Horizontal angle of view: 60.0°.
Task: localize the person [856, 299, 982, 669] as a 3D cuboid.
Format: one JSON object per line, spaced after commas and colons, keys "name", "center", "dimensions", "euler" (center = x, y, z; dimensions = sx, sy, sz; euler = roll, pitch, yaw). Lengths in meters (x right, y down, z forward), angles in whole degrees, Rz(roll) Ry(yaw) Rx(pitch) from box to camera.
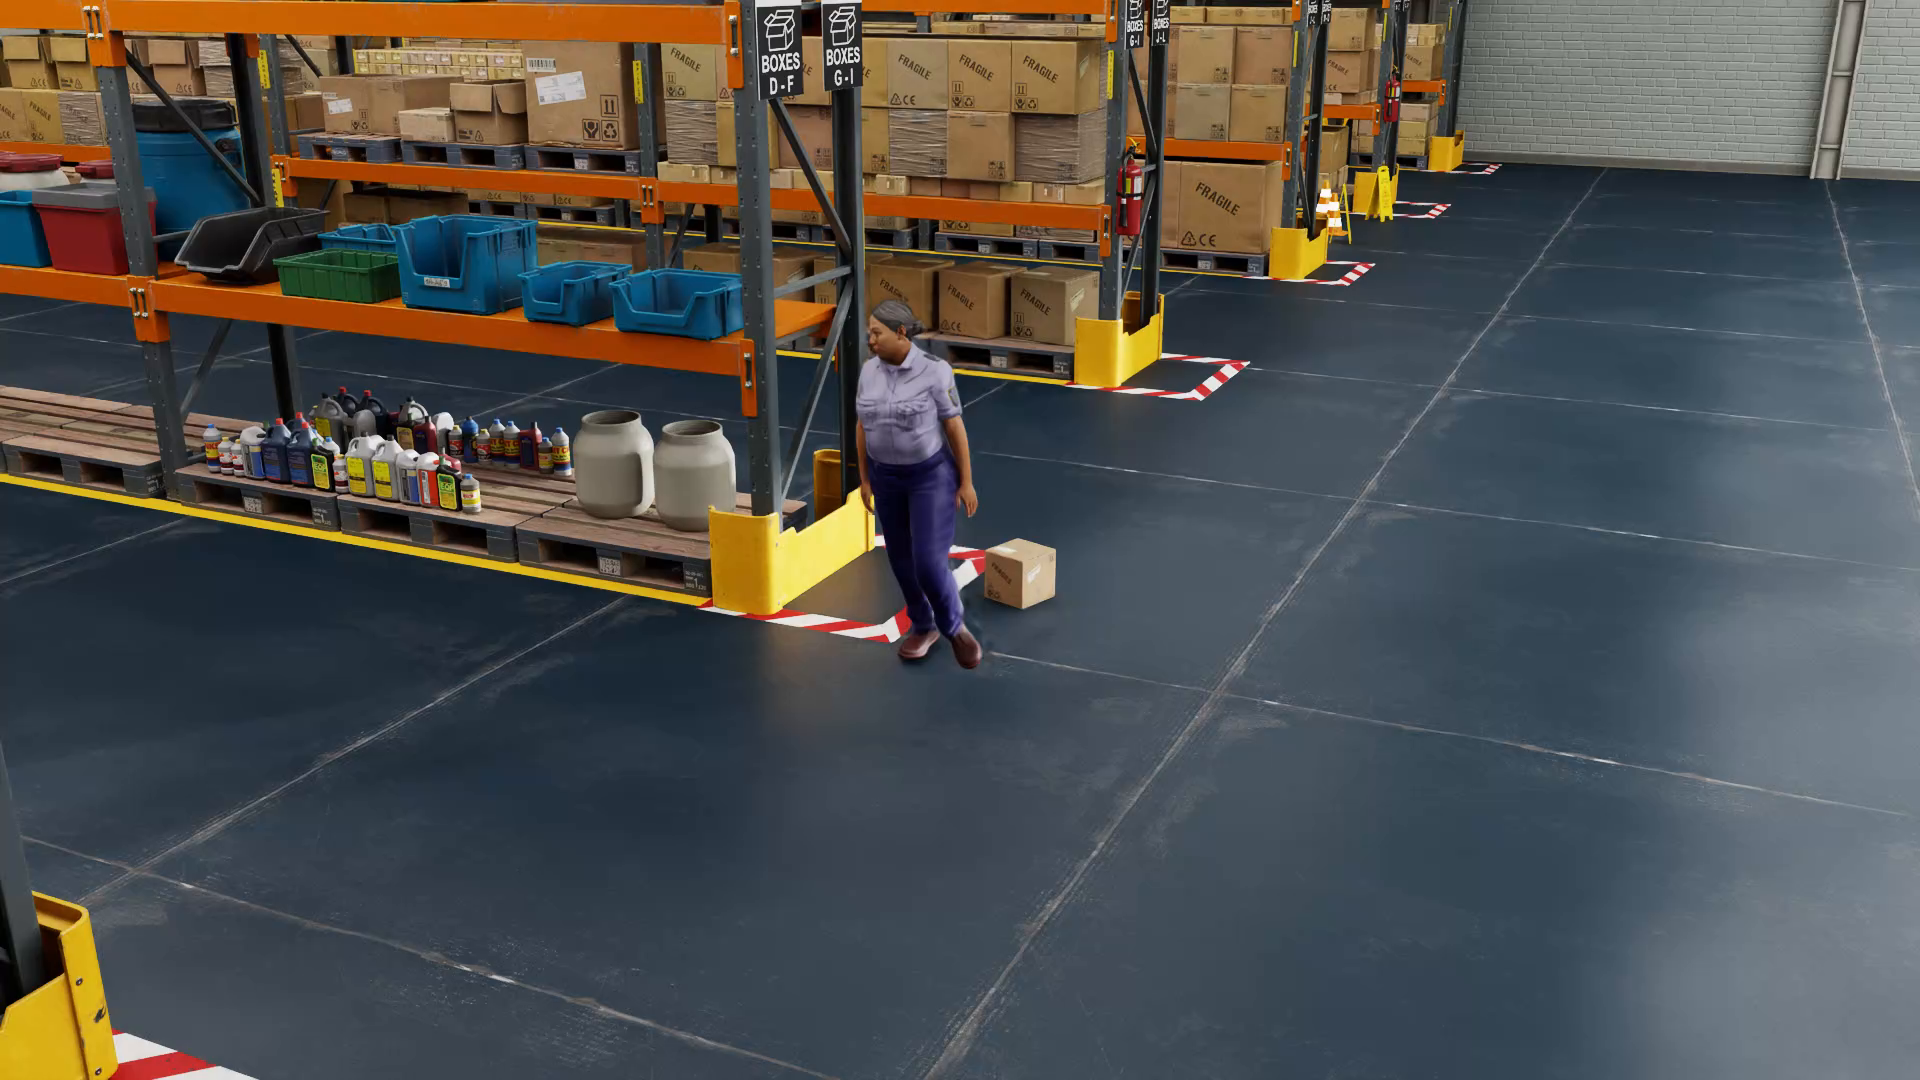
{"name": "person", "center": [-0.182, -0.229, 7.231], "dimensions": [0.608, 1.623, 0.483], "euler": [11, 22, 28]}
